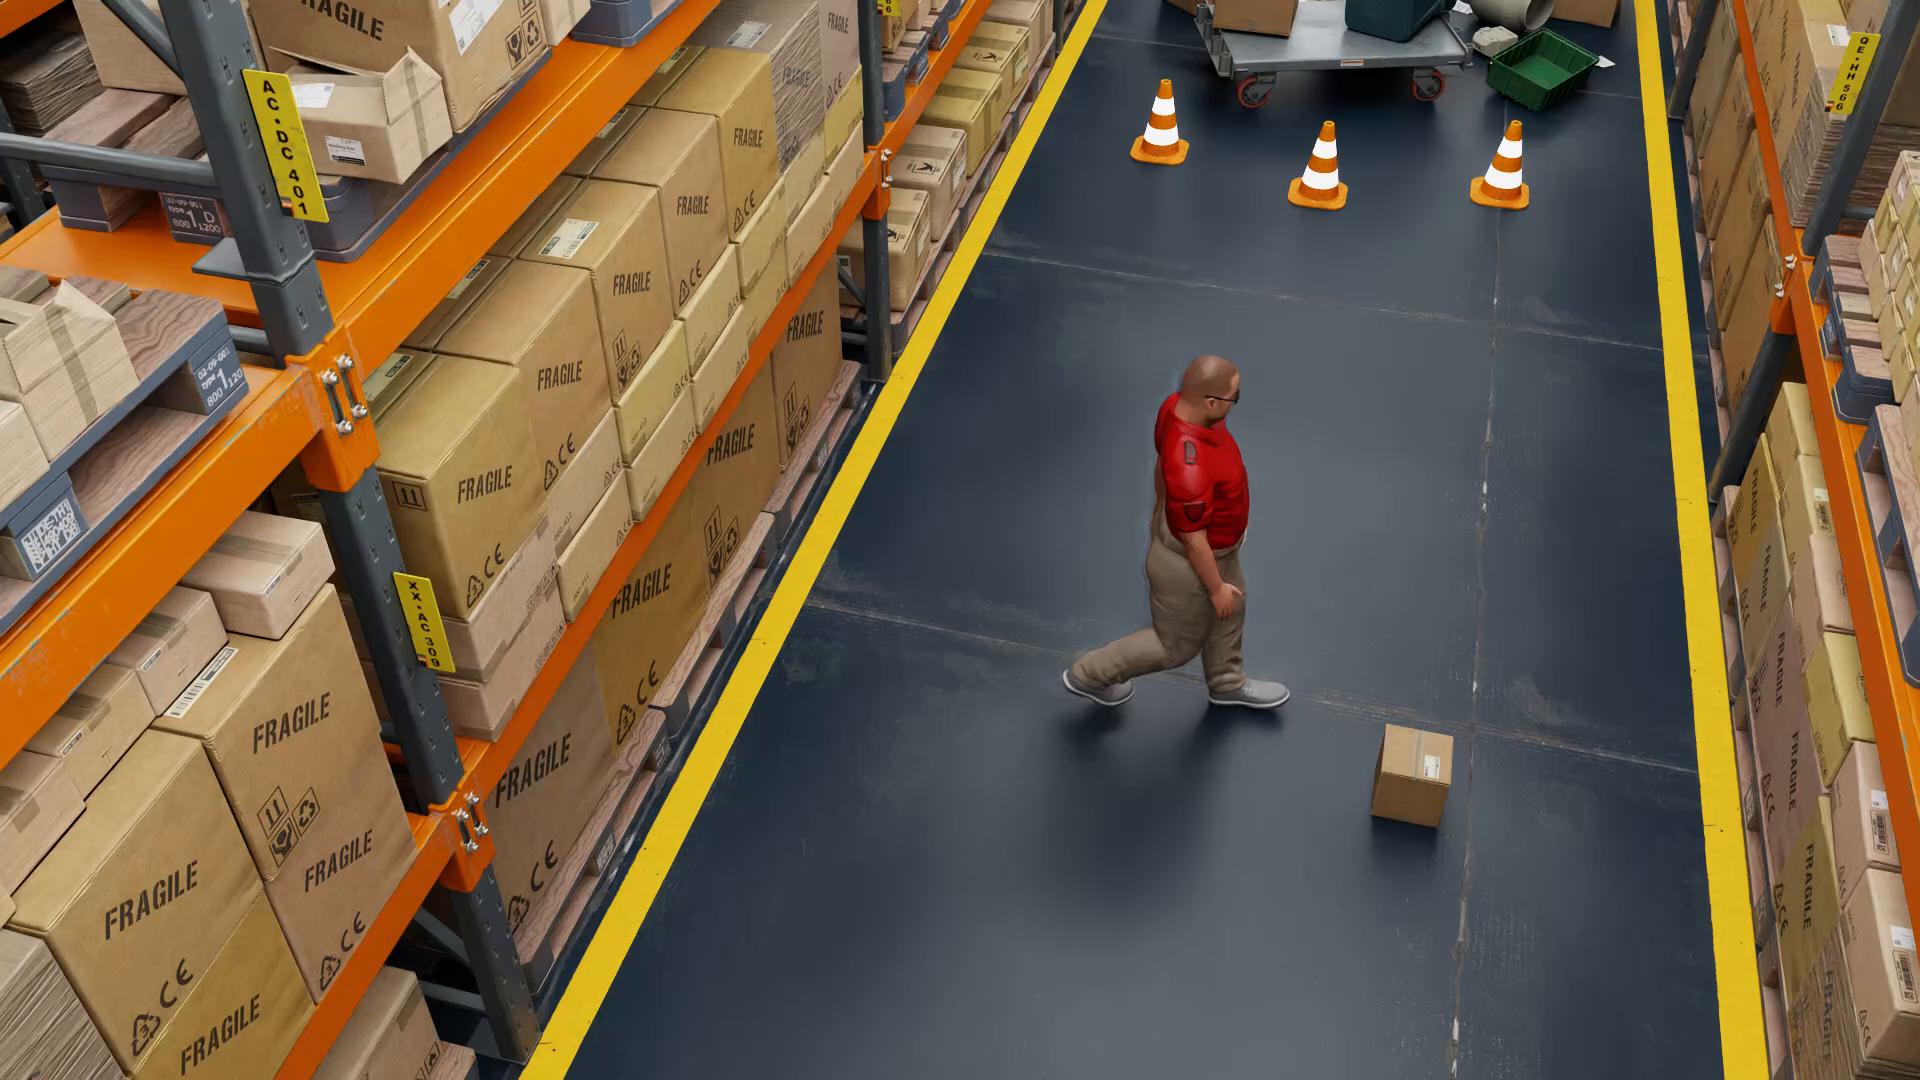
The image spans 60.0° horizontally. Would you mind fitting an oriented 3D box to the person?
[{"bbox_3d":[0.861,0.028,6.144,0.905,1.699,0.582,6,41,7],"label":"person"}]
